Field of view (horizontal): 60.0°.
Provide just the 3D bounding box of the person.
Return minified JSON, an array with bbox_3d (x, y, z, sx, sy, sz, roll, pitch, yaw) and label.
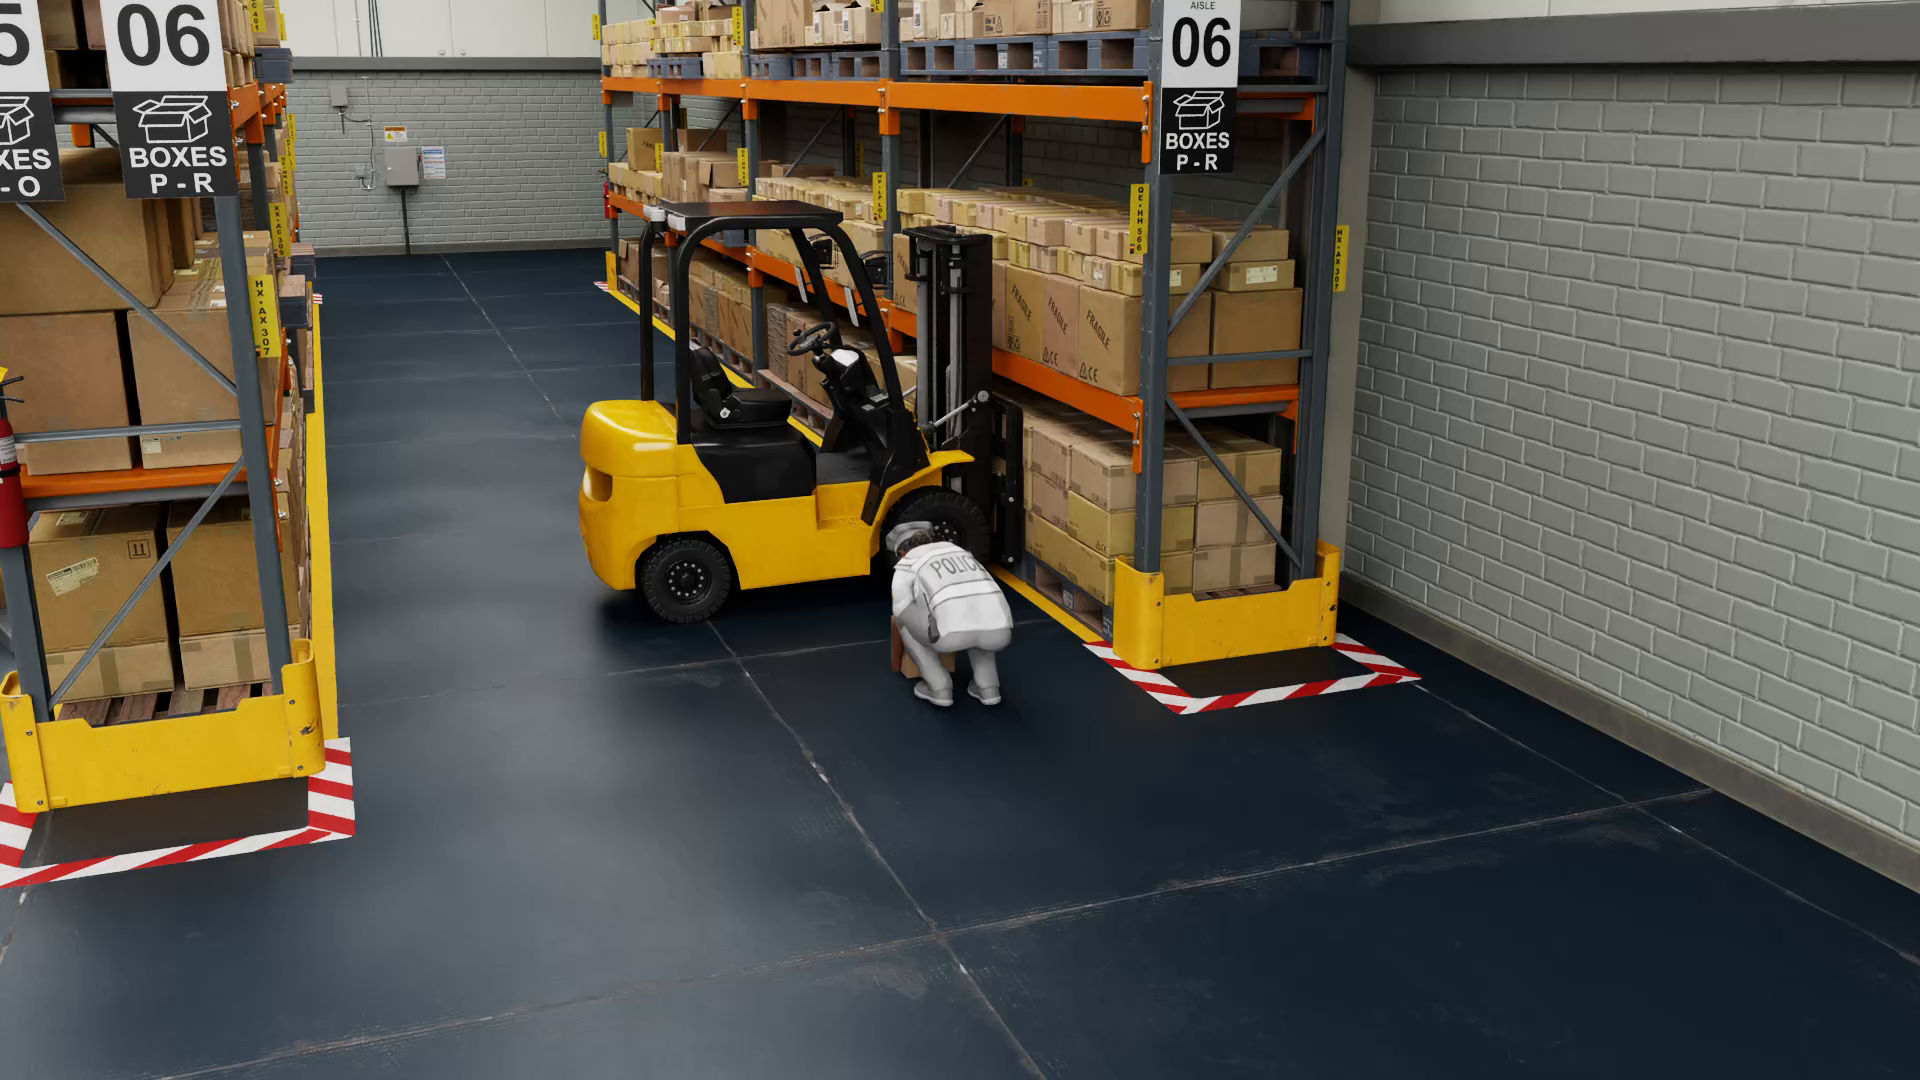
[{"bbox_3d":[-0.068,0.395,7.951,0.462,0.809,0.898,-6,17,-21],"label":"person"}]
